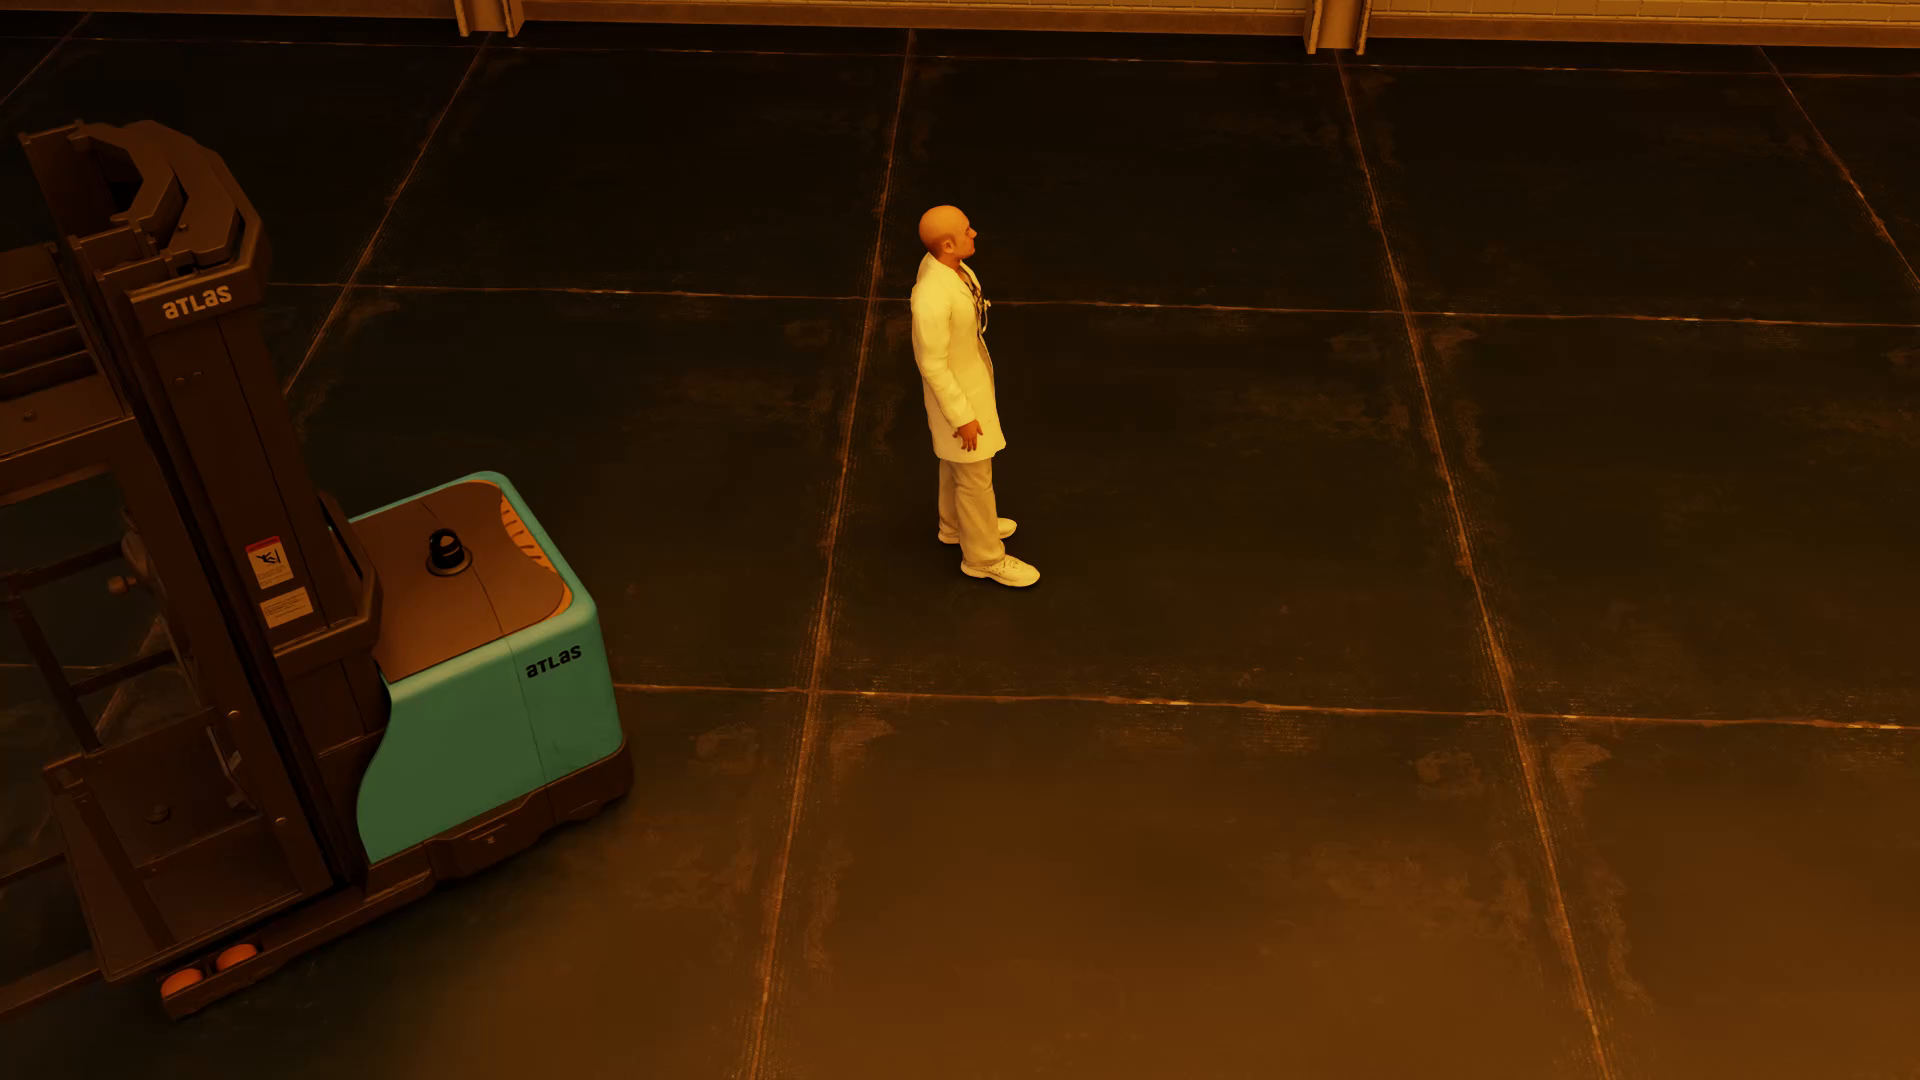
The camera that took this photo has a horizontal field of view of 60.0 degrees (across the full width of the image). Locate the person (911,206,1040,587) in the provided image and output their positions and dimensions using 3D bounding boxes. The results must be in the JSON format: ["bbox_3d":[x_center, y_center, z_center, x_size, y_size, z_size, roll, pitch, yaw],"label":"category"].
[{"bbox_3d":[0.090,-0.656,7.306,0.581,1.775,0.694,2,42,2],"label":"person"}]

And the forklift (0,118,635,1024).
[{"bbox_3d":[-2.835,0.225,5.495,3.031,2.935,1.130,-24,48,-24],"label":"forklift"}]
